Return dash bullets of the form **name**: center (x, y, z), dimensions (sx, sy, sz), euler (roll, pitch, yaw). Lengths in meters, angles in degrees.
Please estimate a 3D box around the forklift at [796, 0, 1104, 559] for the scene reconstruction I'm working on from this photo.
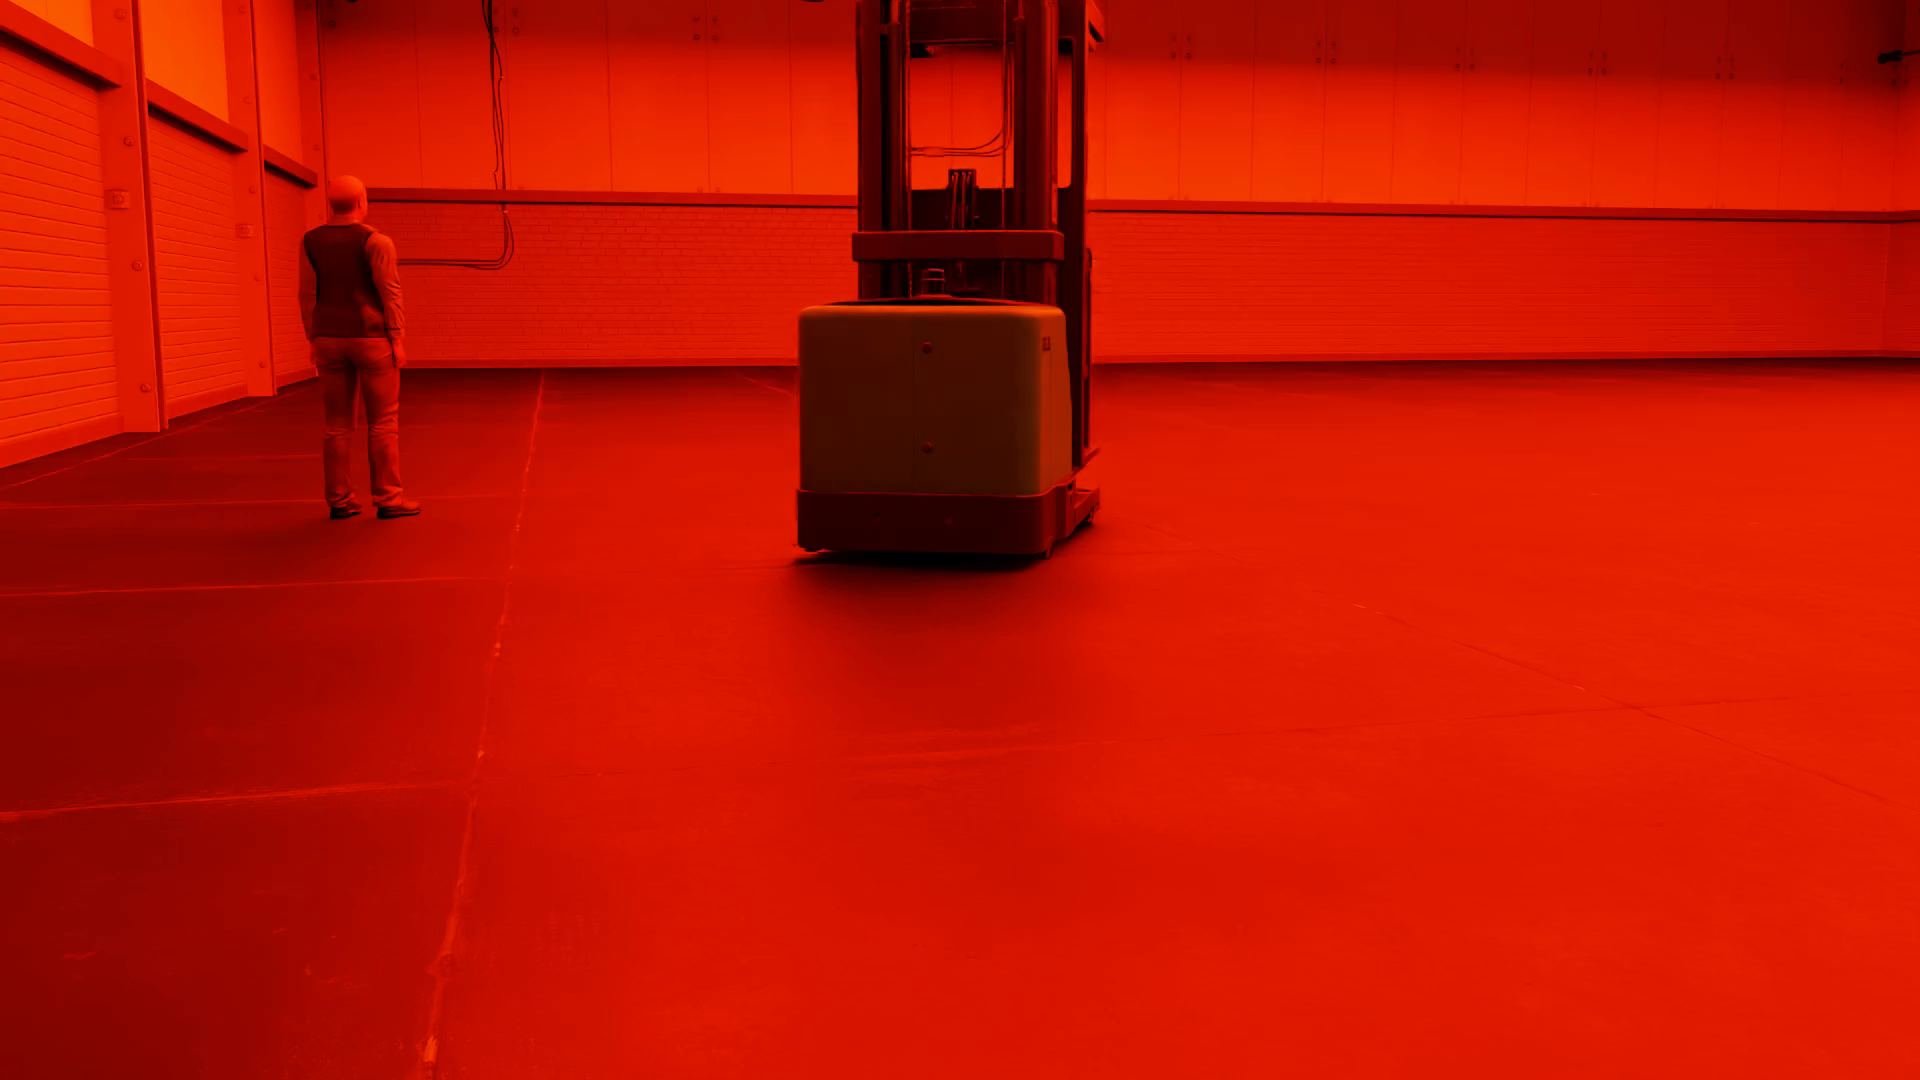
- **forklift**: center (0.102, -1.538, 8.119), dimensions (1.130, 2.935, 3.031), euler (2, 8, 11)

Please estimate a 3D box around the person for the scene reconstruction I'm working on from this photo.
- **person**: center (-3.073, -0.978, 8.483), dimensions (0.530, 1.725, 0.360), euler (1, 8, 7)
